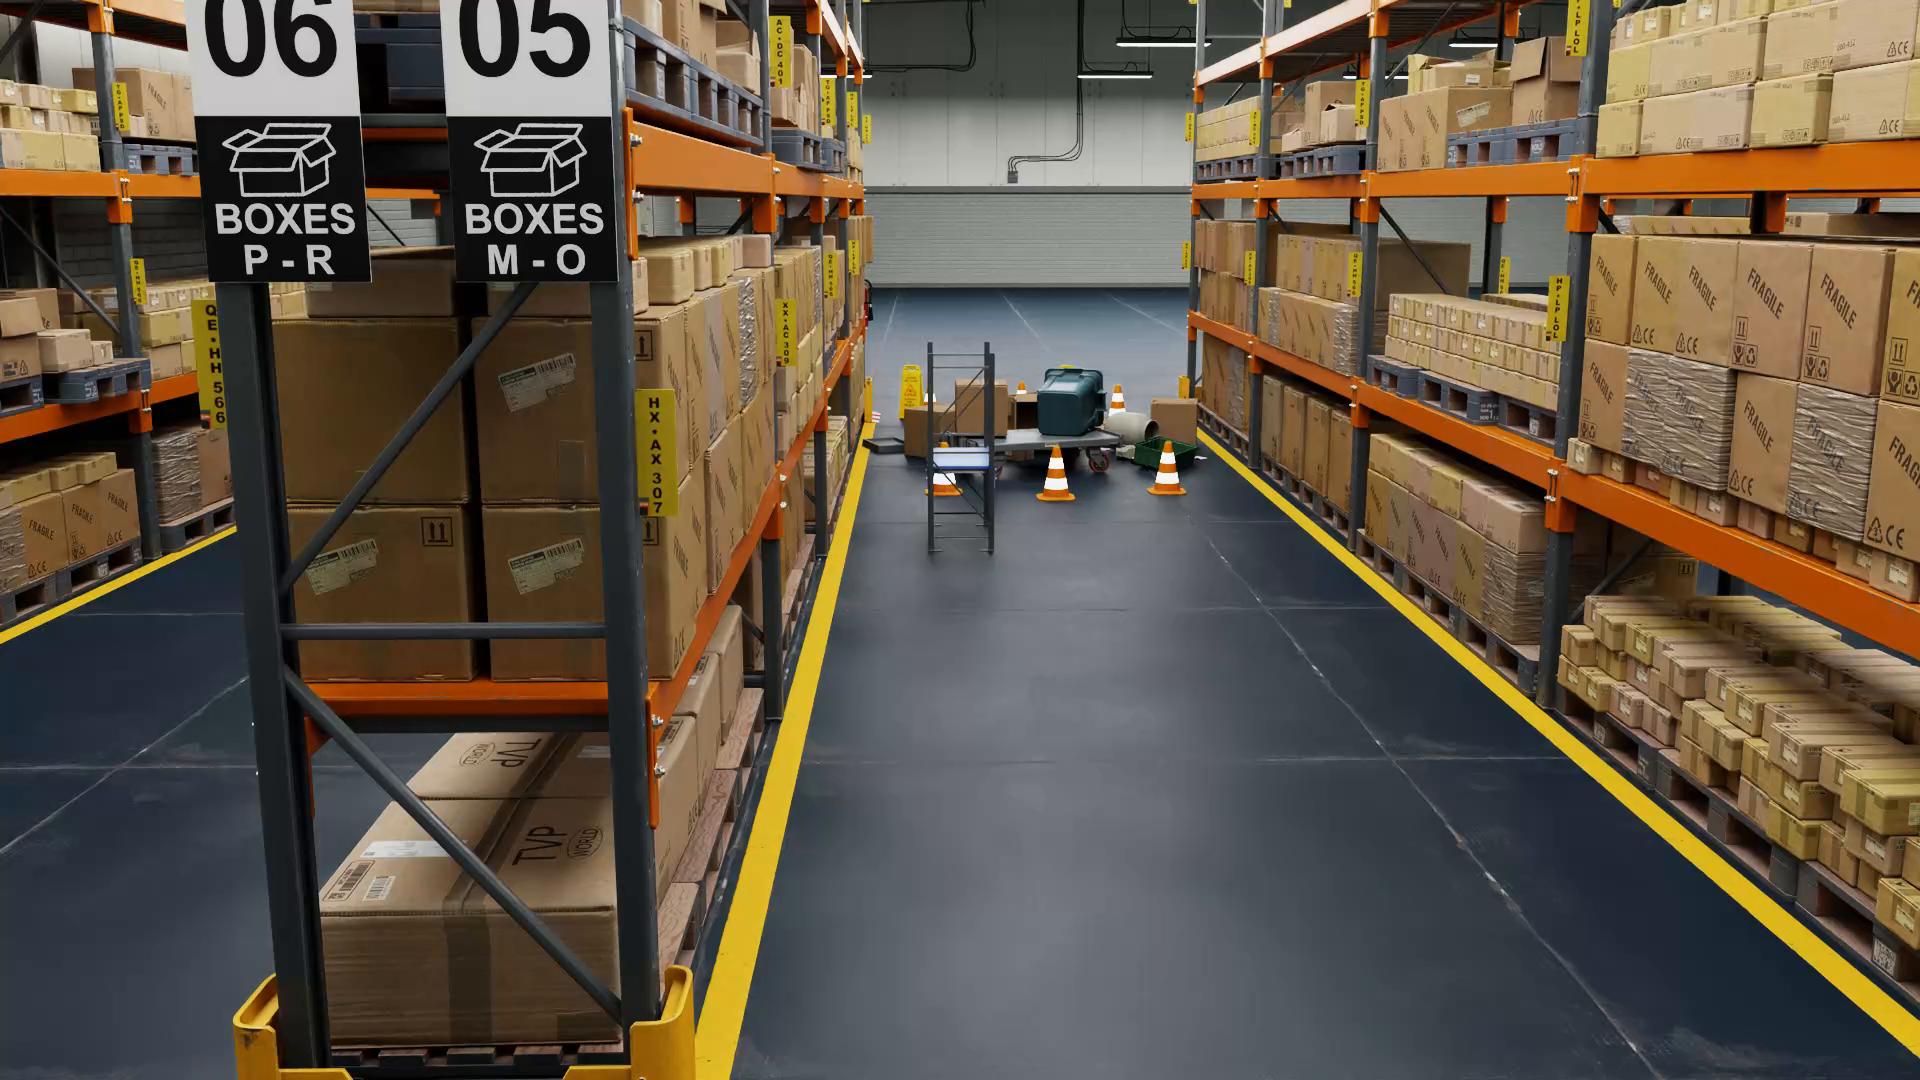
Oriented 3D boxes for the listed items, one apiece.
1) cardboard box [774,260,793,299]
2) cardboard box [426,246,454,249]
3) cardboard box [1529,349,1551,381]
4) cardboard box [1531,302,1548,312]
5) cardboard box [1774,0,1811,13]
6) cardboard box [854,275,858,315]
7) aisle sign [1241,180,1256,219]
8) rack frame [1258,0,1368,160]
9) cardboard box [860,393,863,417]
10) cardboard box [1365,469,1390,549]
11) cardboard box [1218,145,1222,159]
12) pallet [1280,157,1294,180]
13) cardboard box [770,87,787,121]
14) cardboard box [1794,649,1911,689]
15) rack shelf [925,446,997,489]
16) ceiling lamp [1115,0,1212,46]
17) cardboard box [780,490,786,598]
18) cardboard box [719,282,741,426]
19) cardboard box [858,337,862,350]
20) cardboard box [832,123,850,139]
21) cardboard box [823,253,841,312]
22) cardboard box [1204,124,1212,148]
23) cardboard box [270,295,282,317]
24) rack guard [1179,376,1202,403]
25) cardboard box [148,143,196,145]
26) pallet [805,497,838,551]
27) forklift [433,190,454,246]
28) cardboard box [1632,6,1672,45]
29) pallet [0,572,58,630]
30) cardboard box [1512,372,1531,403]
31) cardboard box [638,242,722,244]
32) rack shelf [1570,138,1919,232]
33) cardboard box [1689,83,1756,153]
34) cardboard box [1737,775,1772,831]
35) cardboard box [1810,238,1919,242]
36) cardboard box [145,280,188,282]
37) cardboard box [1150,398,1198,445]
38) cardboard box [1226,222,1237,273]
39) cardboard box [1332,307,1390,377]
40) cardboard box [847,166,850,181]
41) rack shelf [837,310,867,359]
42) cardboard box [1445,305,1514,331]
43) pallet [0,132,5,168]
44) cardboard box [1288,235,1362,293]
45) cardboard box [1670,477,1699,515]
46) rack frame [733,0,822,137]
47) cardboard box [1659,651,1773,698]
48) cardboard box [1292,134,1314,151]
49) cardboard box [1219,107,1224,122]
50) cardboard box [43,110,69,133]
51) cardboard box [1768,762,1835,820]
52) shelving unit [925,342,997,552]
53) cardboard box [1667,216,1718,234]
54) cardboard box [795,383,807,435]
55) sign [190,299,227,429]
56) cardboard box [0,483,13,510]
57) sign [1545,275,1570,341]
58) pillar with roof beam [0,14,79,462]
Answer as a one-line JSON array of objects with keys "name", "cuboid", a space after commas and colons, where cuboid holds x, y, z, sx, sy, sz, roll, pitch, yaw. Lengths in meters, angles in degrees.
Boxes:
[{"name": "cardboard box", "cuboid": [-1.129, -1.179, 8.560, 0.500, 0.500, 0.500, 0, 11, 0]}, {"name": "cardboard box", "cuboid": [-1.614, -0.937, 5.736, 0.380, 0.149, 0.250, 0, 11, 0]}, {"name": "cardboard box", "cuboid": [3.327, -0.951, 9.030, 0.380, 0.149, 0.250, 0, 11, -1]}, {"name": "cardboard box", "cuboid": [3.942, -1.463, 10.804, 0.380, 0.149, 0.250, 0, 11, -1]}, {"name": "cardboard box", "cuboid": [3.301, -2.057, 6.224, 0.380, 0.149, 0.250, -1, 11, -3]}, {"name": "cardboard box", "cuboid": [-1.334, -2.625, 17.452, 0.500, 0.500, 0.500, 0, 11, -2]}, {"name": "aisle sign", "cuboid": [3.590, -4.267, 20.007, 0.394, 0.787, 0.004, 0, 11, -1]}, {"name": "rack frame", "cuboid": [3.374, -5.122, 15.674, 1.000, 3.000, 0.127, 0, 11, -1]}, {"name": "cardboard box", "cuboid": [-1.367, -1.532, 18.928, 0.500, 0.250, 0.500, 0, 11, -1]}, {"name": "cardboard box", "cuboid": [3.216, -0.226, 11.860, 0.500, 0.500, 0.500, -1, 11, -4]}, {"name": "cardboard box", "cuboid": [3.010, -4.208, 18.037, 0.380, 0.149, 0.250, 0, 11, -1]}, {"name": "pallet", "cuboid": [3.442, -3.376, 15.094, 0.805, 0.209, 1.217, -1, 11, -3]}, {"name": "cardboard box", "cuboid": [-1.068, -2.262, 8.403, 0.396, 0.266, 0.258, 0, 11, -2]}, {"name": "cardboard box", "cuboid": [3.889, 0.583, 7.259, 0.380, 0.149, 0.250, -1, 11, -4]}, {"name": "rack shelf", "cuboid": [-0.002, -0.576, 13.029, 0.538, 0.185, 1.000, 0, 11, -1]}, {"name": "ceiling lamp", "cuboid": [4.280, -12.009, 34.937, 2.000, 3.185, 0.800, 0, 11, -1]}, {"name": "cardboard box", "cuboid": [-1.527, -0.018, 9.893, 0.875, 0.875, 0.875, 0, 11, 0]}, {"name": "cardboard box", "cuboid": [-1.098, -0.696, 6.179, 0.500, 0.500, 0.500, 0, 11, -1]}, {"name": "cardboard box", "cuboid": [-1.302, -2.200, 18.699, 0.380, 0.149, 0.250, 0, 11, 0]}, {"name": "cardboard box", "cuboid": [-1.253, -3.943, 16.034, 0.380, 0.149, 0.250, 0, 11, -2]}, {"name": "cardboard box", "cuboid": [-1.318, -2.250, 14.550, 0.500, 0.500, 0.500, 0, 11, 1]}, {"name": "cardboard box", "cuboid": [3.056, -4.576, 18.850, 0.500, 0.250, 0.500, 0, 11, -2]}, {"name": "cardboard box", "cuboid": [-6.247, -1.992, 14.451, 0.500, 0.250, 0.500, 0, 11, 0]}, {"name": "rack guard", "cuboid": [3.291, -1.757, 20.462, 1.175, 0.500, 0.348, 0, 11, -1]}, {"name": "cardboard box", "cuboid": [-6.245, -3.447, 13.400, 0.500, 0.500, 0.500, 0, 11, 0]}, {"name": "pallet", "cuboid": [-1.505, -0.135, 13.195, 1.003, 0.211, 1.213, 0, 11, -1]}, {"name": "forklift", "cuboid": [-3.482, -1.542, 13.288, 1.130, 2.935, 3.031, -1, 11, -3]}, {"name": "cardboard box", "cuboid": [3.275, -2.316, 7.502, 0.380, 0.149, 0.250, -1, 11, -4]}, {"name": "pallet", "cuboid": [-6.453, 0.432, 10.400, 1.003, 0.211, 1.213, 0, 11, -1]}, {"name": "cardboard box", "cuboid": [3.324, -0.854, 9.299, 0.380, 0.149, 0.250, 0, 11, -1]}, {"name": "cardboard box", "cuboid": [-1.100, -1.045, 6.269, 0.380, 0.149, 0.250, 0, 11, -1]}, {"name": "rack shelf", "cuboid": [3.581, -1.312, 6.246, 1.077, 0.370, 4.000, 0, 11, -1]}, {"name": "cardboard box", "cuboid": [3.296, -1.692, 6.688, 0.500, 0.250, 0.500, 0, 11, 1]}, {"name": "cardboard box", "cuboid": [3.305, 1.033, 6.535, 0.380, 0.149, 0.250, 0, 11, 0]}, {"name": "cardboard box", "cuboid": [3.832, -0.980, 6.830, 0.500, 0.500, 0.500, 0, 11, 0]}, {"name": "cardboard box", "cuboid": [-6.758, -2.113, 14.049, 0.380, 0.149, 0.250, 0, 11, -1]}, {"name": "cardboard box", "cuboid": [2.316, -1.263, 18.019, 0.500, 0.500, 0.500, 2, 12, 9]}, {"name": "cardboard box", "cuboid": [3.380, -3.180, 18.098, 0.875, 0.550, 0.500, 0, 11, -1]}, {"name": "cardboard box", "cuboid": [3.179, -1.524, 12.777, 0.500, 0.500, 0.500, 0, 11, -1]}, {"name": "cardboard box", "cuboid": [-1.281, -3.604, 16.366, 0.380, 0.149, 0.250, 0, 11, -1]}, {"name": "rack shelf", "cuboid": [-1.614, -2.187, 18.103, 1.077, 0.370, 4.000, 0, 11, -1]}, {"name": "cardboard box", "cuboid": [3.301, -1.407, 10.531, 0.380, 0.149, 0.250, 0, 11, 1]}, {"name": "pallet", "cuboid": [-6.338, -2.244, 9.506, 1.213, 0.211, 1.003, 0, 11, -1]}, {"name": "cardboard box", "cuboid": [3.403, -2.520, 15.171, 0.700, 0.500, 0.500, 0, 11, -2]}, {"name": "cardboard box", "cuboid": [3.295, -0.203, 7.146, 0.380, 0.149, 0.250, 0, 11, 0]}, {"name": "rack frame", "cuboid": [-1.490, -4.287, 11.556, 1.000, 3.000, 0.127, 0, 11, -1]}, {"name": "cardboard box", "cuboid": [3.292, 0.585, 7.249, 0.380, 0.149, 0.250, 0, 11, 0]}, {"name": "cardboard box", "cuboid": [3.147, -3.577, 14.924, 0.250, 0.149, 0.380, 0, 11, -1]}, {"name": "cardboard box", "cuboid": [3.011, -4.599, 17.956, 0.380, 0.149, 0.250, 0, 11, 0]}, {"name": "cardboard box", "cuboid": [-6.219, -2.796, 11.128, 0.380, 0.149, 0.250, -1, 11, -2]}, {"name": "cardboard box", "cuboid": [3.289, 0.939, 6.252, 0.380, 0.149, 0.250, 0, 11, 0]}, {"name": "shelving unit", "cuboid": [-0.002, -0.752, 12.994, 0.538, 1.500, 1.048, 0, 11, -1]}, {"name": "cardboard box", "cuboid": [8.023, -3.254, 18.038, 0.500, 0.500, 0.500, 0, 11, -1]}, {"name": "cardboard box", "cuboid": [-1.160, -0.771, 9.694, 0.500, 0.250, 0.500, 0, 11, -2]}, {"name": "sign", "cuboid": [-1.868, -0.440, 4.177, 0.100, 0.325, 0.005, 0, 11, -1]}, {"name": "cardboard box", "cuboid": [-6.190, -0.263, 10.412, 0.380, 0.149, 0.250, -1, 11, -4]}, {"name": "sign", "cuboid": [2.984, -1.156, 8.302, 0.100, 0.325, 0.005, 0, 11, -1]}, {"name": "pillar with roof beam", "cuboid": [-3.077, -4.539, 12.798, 9.100, 9.000, 0.400, 0, 11, -1]}]
